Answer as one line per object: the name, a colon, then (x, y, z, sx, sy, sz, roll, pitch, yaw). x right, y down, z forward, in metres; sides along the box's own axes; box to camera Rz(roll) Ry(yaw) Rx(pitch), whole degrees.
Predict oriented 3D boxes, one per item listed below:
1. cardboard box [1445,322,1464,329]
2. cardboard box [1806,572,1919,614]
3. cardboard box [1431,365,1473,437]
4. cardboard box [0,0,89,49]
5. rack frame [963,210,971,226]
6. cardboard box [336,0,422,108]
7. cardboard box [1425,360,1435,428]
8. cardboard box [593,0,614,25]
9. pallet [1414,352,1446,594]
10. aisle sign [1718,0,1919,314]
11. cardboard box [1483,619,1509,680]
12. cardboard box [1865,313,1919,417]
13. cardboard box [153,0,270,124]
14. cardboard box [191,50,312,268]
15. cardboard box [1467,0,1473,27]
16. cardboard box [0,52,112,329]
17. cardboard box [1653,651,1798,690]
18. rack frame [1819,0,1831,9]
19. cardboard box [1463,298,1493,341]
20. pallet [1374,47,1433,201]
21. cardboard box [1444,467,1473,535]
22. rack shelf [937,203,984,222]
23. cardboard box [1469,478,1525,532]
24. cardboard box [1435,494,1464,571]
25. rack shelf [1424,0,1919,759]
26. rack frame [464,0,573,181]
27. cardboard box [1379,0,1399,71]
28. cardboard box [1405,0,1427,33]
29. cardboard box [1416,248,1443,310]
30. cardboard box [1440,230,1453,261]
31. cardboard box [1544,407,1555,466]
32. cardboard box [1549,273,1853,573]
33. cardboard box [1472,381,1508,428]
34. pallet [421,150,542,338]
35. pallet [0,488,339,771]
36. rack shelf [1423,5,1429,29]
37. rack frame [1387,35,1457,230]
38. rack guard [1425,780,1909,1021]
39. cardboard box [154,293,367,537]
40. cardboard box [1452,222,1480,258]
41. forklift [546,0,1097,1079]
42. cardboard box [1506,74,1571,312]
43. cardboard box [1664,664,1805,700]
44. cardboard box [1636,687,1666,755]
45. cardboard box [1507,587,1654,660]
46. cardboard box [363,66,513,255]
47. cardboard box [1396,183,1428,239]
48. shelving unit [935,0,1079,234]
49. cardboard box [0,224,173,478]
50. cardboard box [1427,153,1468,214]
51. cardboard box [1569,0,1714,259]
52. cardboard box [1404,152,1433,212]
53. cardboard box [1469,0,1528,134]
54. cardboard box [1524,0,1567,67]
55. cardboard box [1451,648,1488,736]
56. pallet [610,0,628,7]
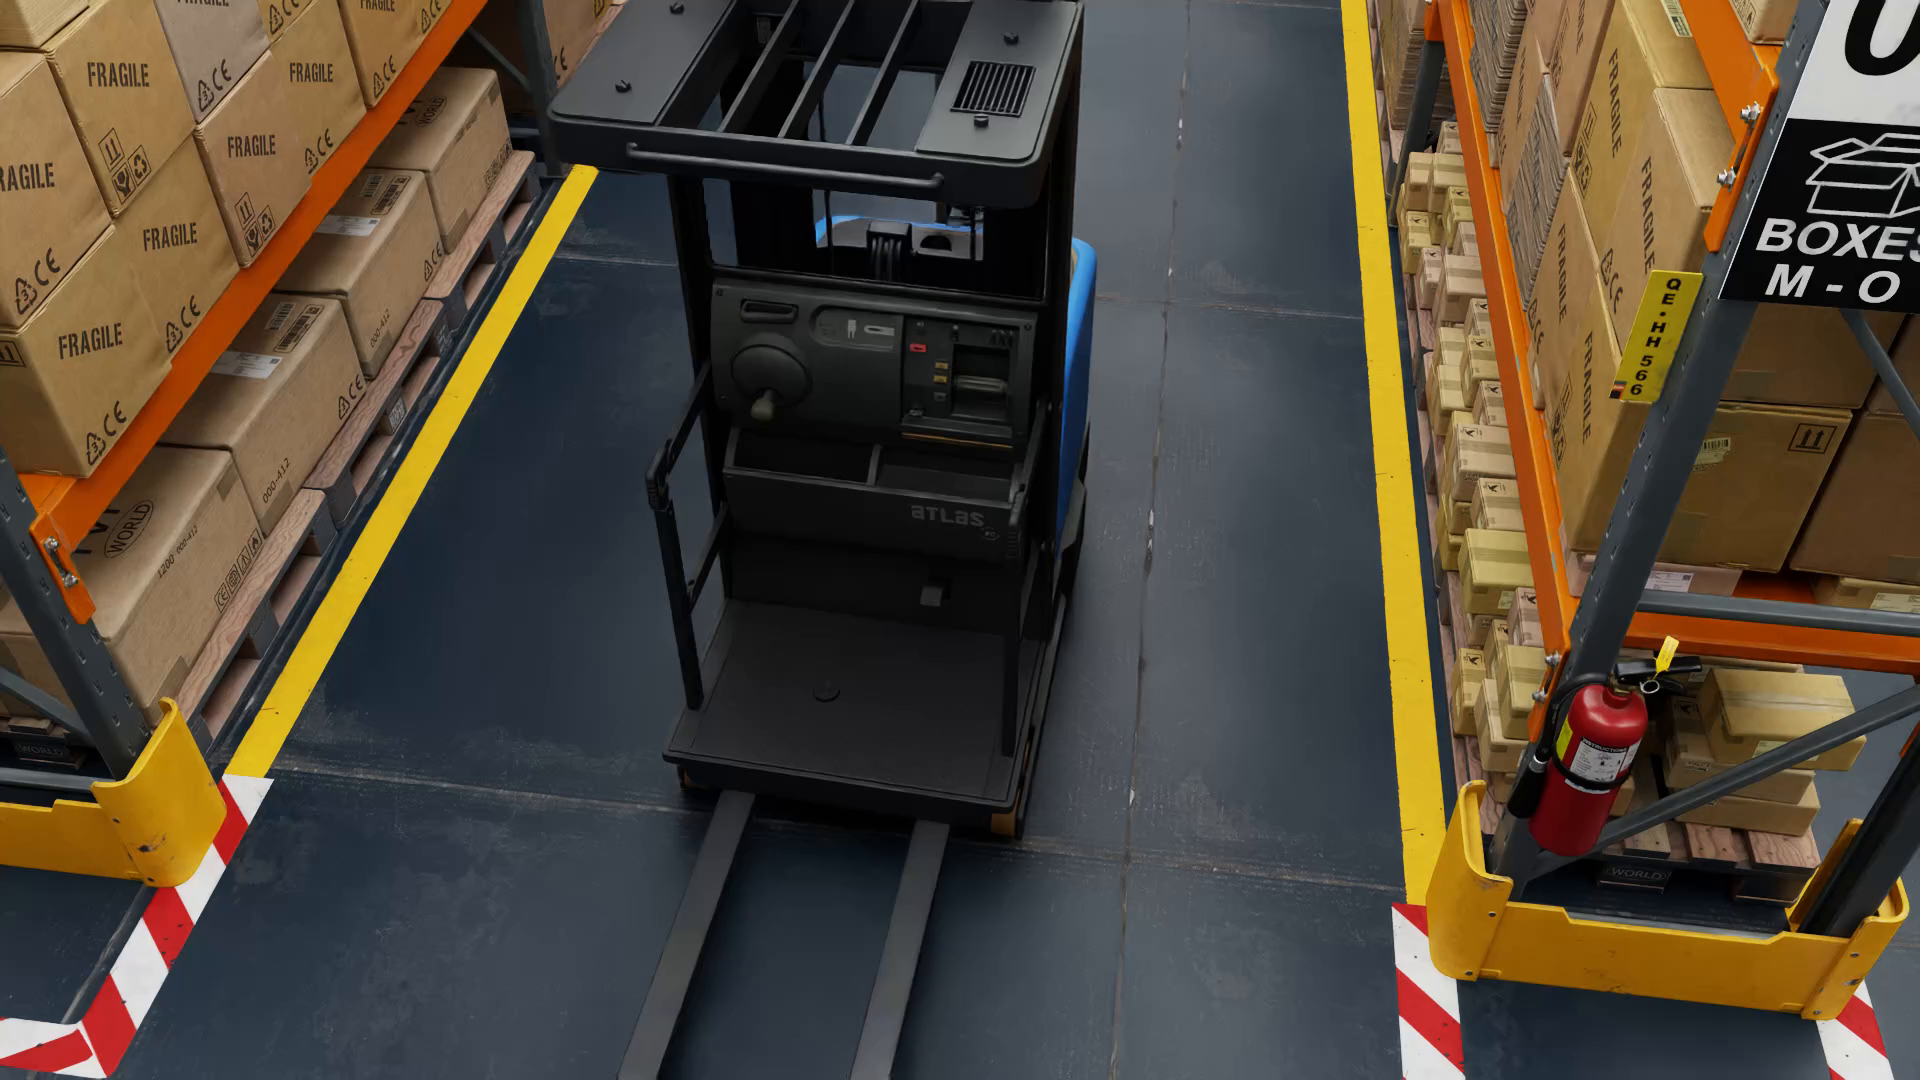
cardboard box: (2.107, -0.832, 6.499, 0.380, 0.149, 0.250, 7, 44, 7)
cardboard box: (2.351, 0.082, 4.164, 0.380, 0.149, 0.250, 5, 44, 5)
cardboard box: (1.954, -0.500, 6.148, 0.380, 0.149, 0.250, 6, 44, 6)
cardboard box: (-2.504, -1.402, 4.278, 0.380, 0.149, 0.250, 6, 44, 7)
rack frame: (0.209, -1.457, 6.261, 0.400, 2.100, 0.015, 7, 44, 8)
cardboard box: (-2.331, -1.927, 6.031, 0.500, 0.500, 0.500, 5, 44, 5)
cardboard box: (2.014, -0.554, 6.422, 0.380, 0.149, 0.250, 4, 44, 4)
cardboard box: (-2.294, -3.352, 8.848, 0.875, 0.875, 0.875, 6, 44, 7)
pallet: (2.299, -0.237, 6.346, 1.003, 0.211, 1.213, 5, 44, 6)
aisle sign: (1.676, -0.739, 2.958, 0.394, 0.787, 0.004, 5, 44, 6)
cardboard box: (1.858, 0.398, 5.200, 0.380, 0.149, 0.250, 4, 44, 5)
cardboard box: (2.305, -0.607, 3.693, 0.500, 0.500, 0.500, 5, 44, 5)
cardboard box: (-2.469, -1.604, 4.962, 0.500, 0.500, 0.500, 5, 44, 5)
cardboard box: (-2.465, -1.228, 5.293, 0.500, 0.500, 0.500, 5, 44, 5)
cardboard box: (2.189, -2.106, 6.476, 0.380, 0.149, 0.250, 6, 44, 7)
cardboard box: (-2.591, -0.899, 4.218, 0.500, 0.500, 0.500, 4, 44, 5)
cardboard box: (2.306, 0.324, 5.062, 0.380, 0.149, 0.250, 6, 44, 6)
rack frame: (1.983, -1.996, 1.813, 1.000, 3.000, 0.127, 5, 44, 6)
cardboard box: (2.100, -0.763, 6.210, 0.380, 0.149, 0.250, 4, 44, 4)
pallet: (2.613, -2.062, 8.274, 1.003, 0.211, 1.213, 5, 44, 6)
cardboard box: (1.892, -0.137, 5.765, 0.380, 0.149, 0.250, 6, 44, 6)
rack shelf: (0.163, -1.282, 6.097, 0.431, 0.518, 0.480, 7, 44, 8)
cardboard box: (1.897, -0.060, 5.467, 0.380, 0.149, 0.250, 4, 44, 4)
cardboard box: (1.891, -0.018, 5.856, 0.380, 0.149, 0.250, 3, 44, 4)
rack shelf: (2.247, -0.920, 5.563, 1.077, 0.370, 4.000, 5, 44, 6)
rack frame: (-2.408, -2.925, 7.157, 1.000, 3.000, 0.127, 5, 44, 6)
cardboard box: (2.428, -2.666, 8.396, 0.500, 0.500, 0.500, 4, 44, 5)
cardboard box: (2.360, -2.592, 7.773, 0.500, 0.250, 0.500, 4, 44, 4)
cardboard box: (2.129, -1.087, 6.984, 0.380, 0.149, 0.250, 5, 44, 5)
cardboard box: (2.206, -1.201, 6.889, 0.380, 0.149, 0.250, 5, 44, 5)
cardboard box: (1.834, -0.313, 4.581, 0.380, 0.149, 0.250, 5, 44, 5)
cardboard box: (1.787, -0.292, 4.087, 0.500, 0.500, 0.500, 6, 44, 6)
cardboard box: (2.022, -0.417, 5.845, 0.380, 0.149, 0.250, 4, 44, 4)
pallet: (-2.586, -1.401, 7.576, 1.003, 0.211, 1.213, 5, 44, 6)
pallet: (-2.909, 0.262, 5.820, 1.003, 0.211, 1.213, 5, 44, 6)
rack shelf: (2.776, -3.646, 8.442, 1.077, 0.370, 4.000, 5, 44, 6)
rack frame: (2.512, -2.544, 6.755, 1.000, 3.000, 0.127, 5, 44, 6)
rack guard: (1.993, 1.038, 4.790, 1.175, 0.500, 0.348, 5, 44, 6)
cardboard box: (-2.836, -0.504, 6.159, 0.875, 0.438, 0.875, 6, 44, 7)
cardboard box: (2.169, -1.122, 6.589, 0.380, 0.149, 0.250, 4, 44, 4)
forklift: (-0.289, -0.407, 4.548, 1.130, 2.935, 3.031, 7, 44, 8)
cardboard box: (1.918, -0.989, 4.823, 0.500, 0.500, 0.500, 5, 44, 6)
cardboard box: (2.399, 0.442, 5.154, 0.380, 0.149, 0.250, 5, 44, 5)
cardboard box: (2.323, 0.551, 5.254, 0.380, 0.149, 0.250, 5, 44, 5)
cardboard box: (1.892, 0.299, 5.088, 0.380, 0.149, 0.250, 6, 44, 6)
cardboard box: (-2.598, -1.729, 7.452, 0.875, 0.438, 0.875, 5, 44, 5)
cardboard box: (2.145, -1.442, 7.360, 0.380, 0.149, 0.250, 3, 44, 4)
shelving unit: (0.163, -1.292, 6.087, 0.431, 2.100, 0.503, 7, 44, 8)
cardboard box: (-2.589, -0.536, 4.562, 0.500, 0.500, 0.500, 5, 44, 5)
cardboard box: (2.166, -1.479, 6.966, 0.380, 0.149, 0.250, 7, 44, 8)
cardboard box: (1.864, -1.005, 4.113, 0.500, 0.500, 0.500, 4, 44, 4)
cardboard box: (2.147, -1.551, 7.258, 0.380, 0.149, 0.250, 7, 44, 7)
cardboard box: (2.036, -1.696, 5.570, 0.500, 0.500, 0.500, 4, 44, 5)
cardboard box: (1.990, -1.721, 4.870, 0.500, 0.500, 0.500, 4, 44, 4)
cardboard box: (1.779, 0.503, 5.305, 0.380, 0.149, 0.250, 6, 44, 7)
pallet: (-2.222, -3.279, 9.559, 1.003, 0.211, 1.213, 5, 44, 6)
